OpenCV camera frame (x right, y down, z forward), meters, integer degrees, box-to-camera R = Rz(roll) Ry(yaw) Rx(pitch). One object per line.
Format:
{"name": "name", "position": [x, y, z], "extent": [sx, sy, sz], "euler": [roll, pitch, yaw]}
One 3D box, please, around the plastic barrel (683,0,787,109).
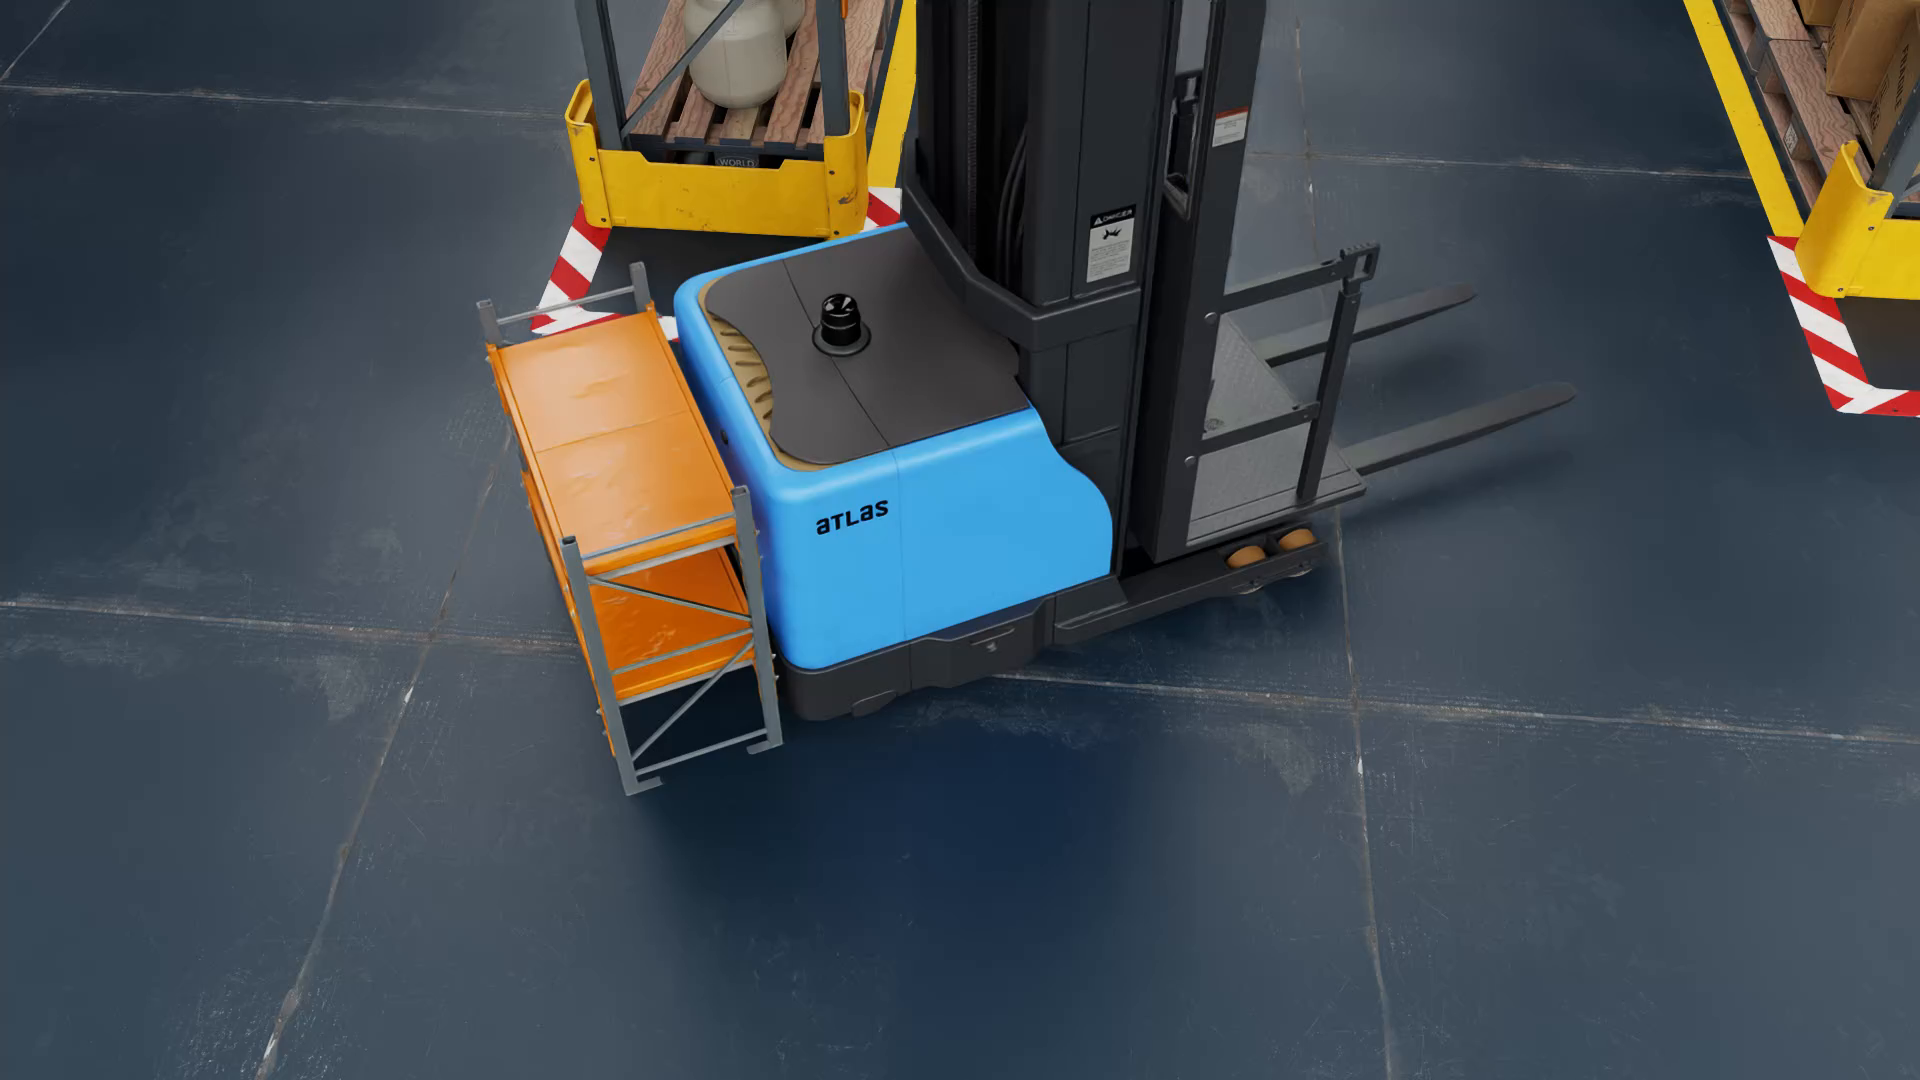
{"name": "plastic barrel", "position": [-0.956, -2.143, 7.078], "extent": [0.421, 0.512, 0.421], "euler": [0, 48, 0]}

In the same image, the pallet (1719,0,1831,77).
{"name": "pallet", "position": [4.222, -2.622, 8.005], "extent": [1.003, 0.211, 1.213], "euler": [4, 48, 4]}

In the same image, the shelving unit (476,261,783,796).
{"name": "shelving unit", "position": [-0.982, -0.030, 5.015], "extent": [0.538, 1.125, 1.048], "euler": [-17, 50, -15]}

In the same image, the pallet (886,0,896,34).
{"name": "pallet", "position": [-0.787, -2.960, 8.315], "extent": [1.003, 0.211, 1.213], "euler": [4, 48, 4]}

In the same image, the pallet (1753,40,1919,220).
{"name": "pallet", "position": [4.108, -1.728, 7.187], "extent": [1.003, 0.211, 1.213], "euler": [4, 48, 4]}

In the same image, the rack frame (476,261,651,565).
{"name": "rack frame", "position": [-1.178, -0.376, 5.331], "extent": [0.500, 1.125, 0.032], "euler": [-17, 50, -15]}

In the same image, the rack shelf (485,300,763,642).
{"name": "rack shelf", "position": [-0.982, -0.227, 4.799], "extent": [0.538, 0.278, 1.000], "euler": [-17, 50, -15]}

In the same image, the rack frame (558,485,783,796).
{"name": "rack frame", "position": [-0.785, 0.316, 4.699], "extent": [0.500, 1.125, 0.032], "euler": [-17, 50, -15]}

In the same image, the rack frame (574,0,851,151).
{"name": "rack frame", "position": [-0.940, -2.352, 5.868], "extent": [1.000, 3.000, 0.127], "euler": [4, 48, 4]}

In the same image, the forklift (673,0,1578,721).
{"name": "forklift", "position": [0.685, -1.151, 4.817], "extent": [3.031, 2.935, 1.130], "euler": [-18, 50, -15]}

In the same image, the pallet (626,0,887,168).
{"name": "pallet", "position": [-0.901, -2.066, 7.497], "extent": [1.003, 0.211, 1.213], "euler": [4, 48, 4]}

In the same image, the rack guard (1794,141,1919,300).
{"name": "rack guard", "position": [3.999, -1.231, 6.537], "extent": [1.175, 0.500, 0.348], "euler": [4, 48, 4]}

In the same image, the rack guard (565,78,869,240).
{"name": "rack guard", "position": [-0.980, -1.567, 6.845], "extent": [1.175, 0.500, 0.348], "euler": [4, 48, 4]}

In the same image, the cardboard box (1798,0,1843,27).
{"name": "cardboard box", "position": [4.162, -2.675, 7.573], "extent": [0.500, 0.500, 0.500], "euler": [8, 48, 7]}

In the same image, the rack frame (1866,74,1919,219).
{"name": "rack frame", "position": [3.992, -2.019, 5.564], "extent": [1.000, 3.000, 0.127], "euler": [4, 48, 4]}

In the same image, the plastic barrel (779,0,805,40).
{"name": "plastic barrel", "position": [-0.911, -2.511, 7.415], "extent": [0.421, 0.512, 0.421], "euler": [0, 48, 0]}

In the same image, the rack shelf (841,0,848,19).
{"name": "rack shelf", "position": [-0.758, -3.579, 7.478], "extent": [1.077, 0.370, 4.000], "euler": [4, 48, 4]}

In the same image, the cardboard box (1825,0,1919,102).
{"name": "cardboard box", "position": [4.086, -2.216, 7.154], "extent": [0.500, 0.500, 0.500], "euler": [15, 49, 14]}

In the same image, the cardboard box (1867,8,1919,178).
{"name": "cardboard box", "position": [4.066, -1.775, 6.750], "extent": [0.500, 0.500, 0.500], "euler": [12, 49, 11]}

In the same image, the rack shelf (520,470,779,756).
{"name": "rack shelf", "position": [-0.982, 0.135, 5.195], "extent": [0.538, 0.278, 1.000], "euler": [-17, 50, -15]}
